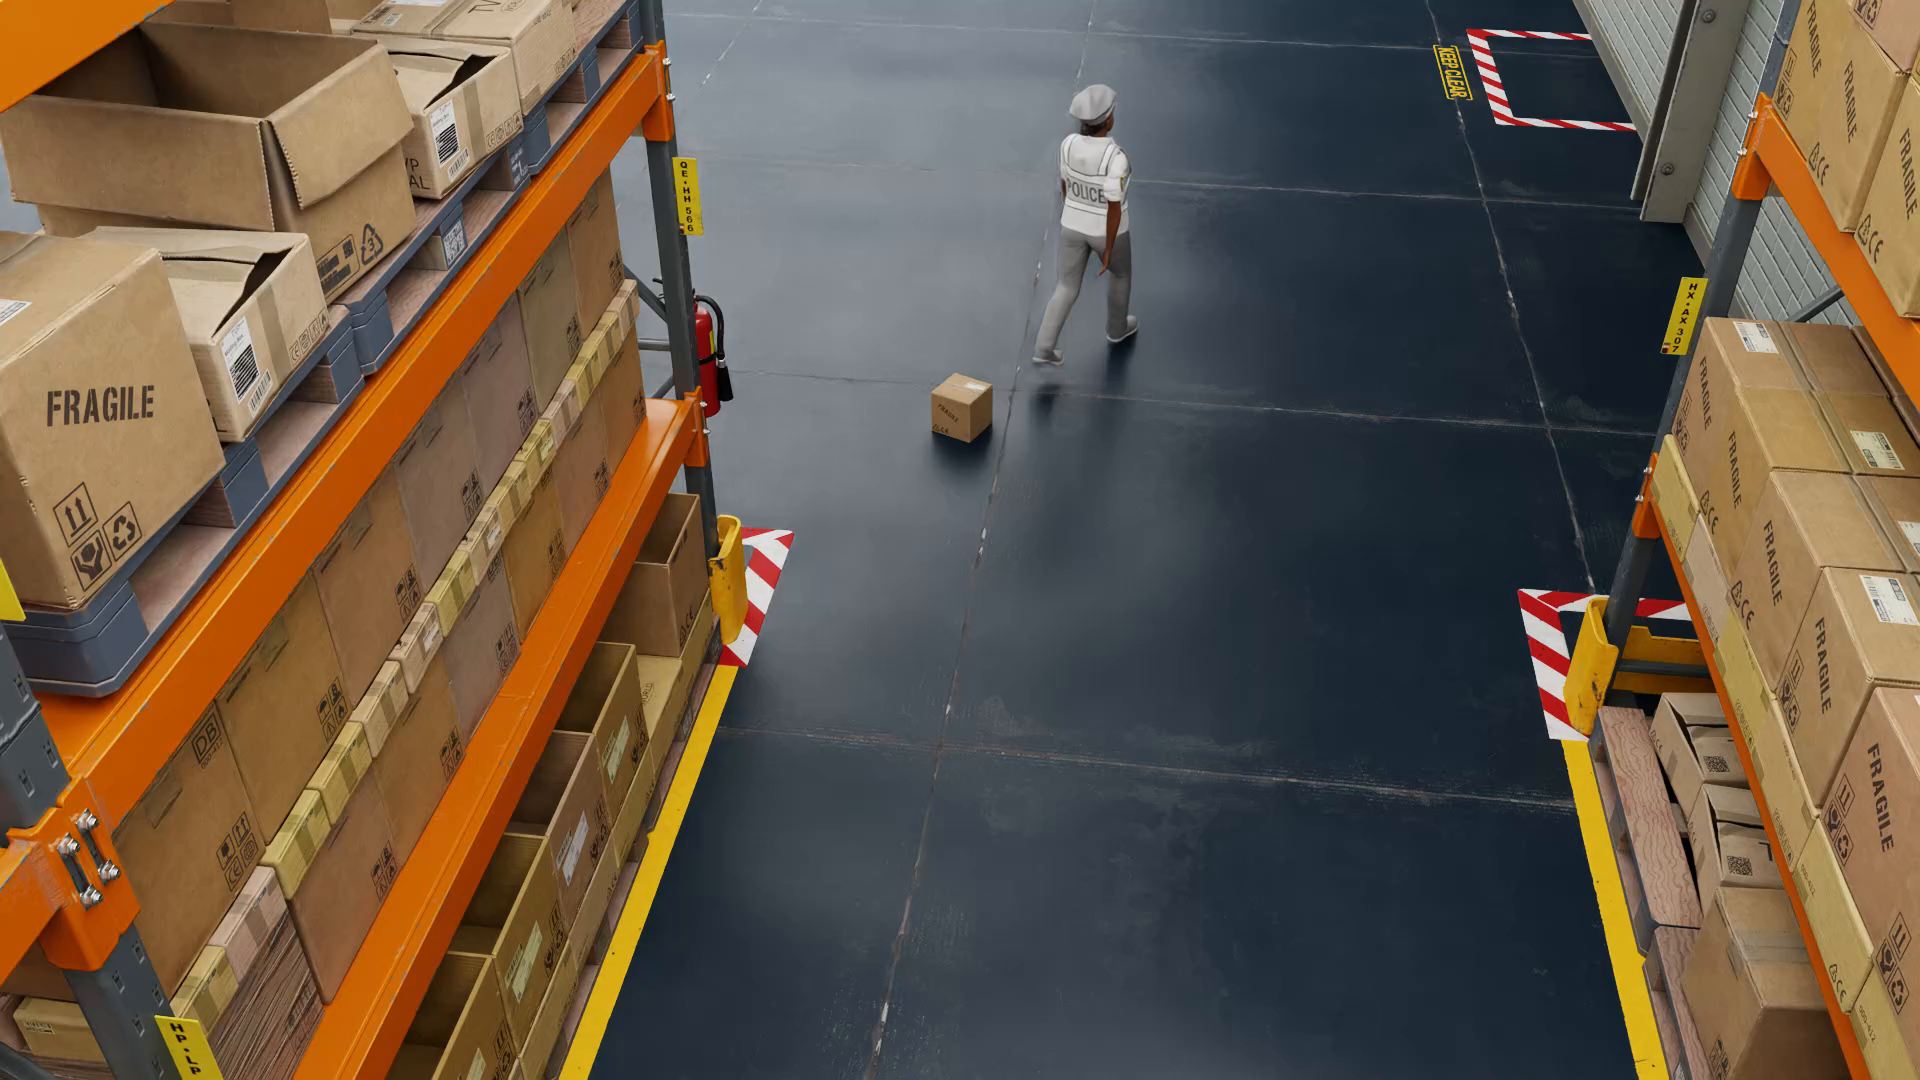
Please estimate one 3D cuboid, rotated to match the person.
[{"bbox_3d":[0.744,-1.774,9.410,0.441,1.642,0.957,19,40,24],"label":"person"}]
